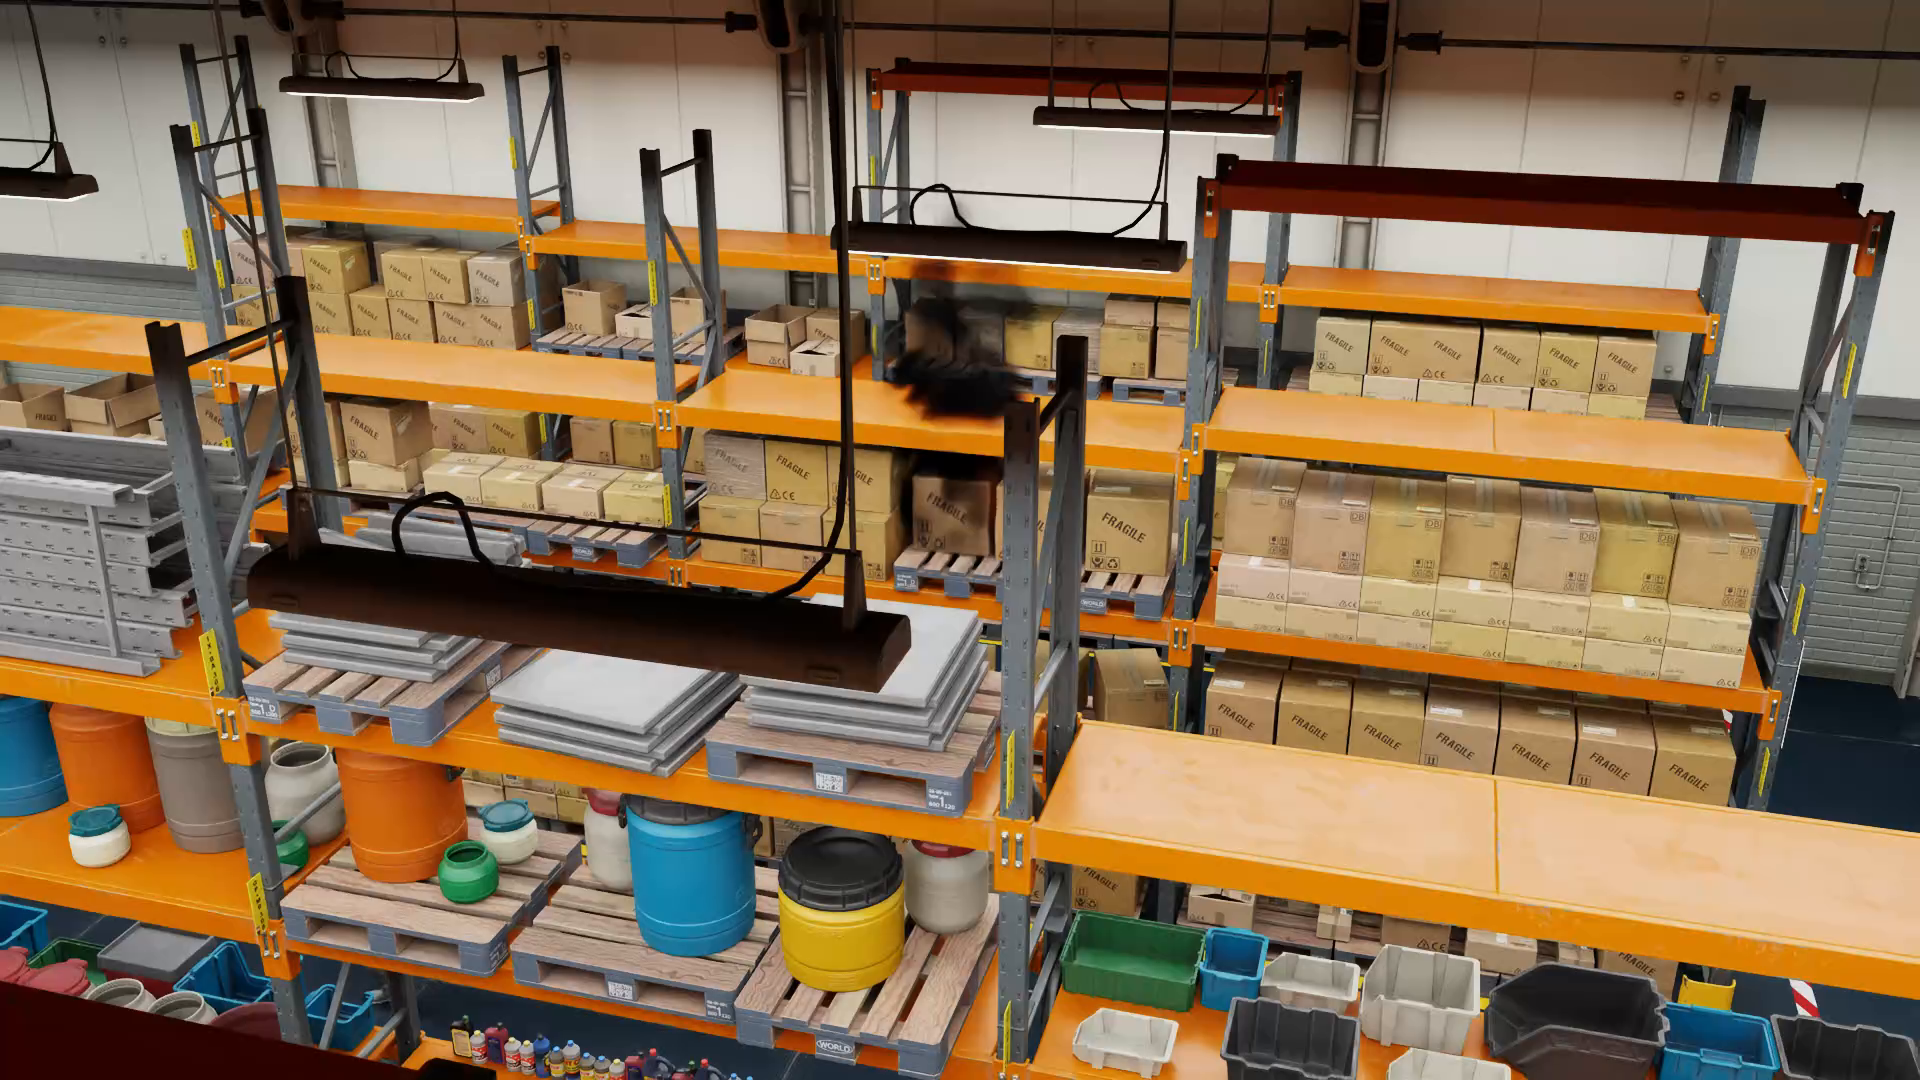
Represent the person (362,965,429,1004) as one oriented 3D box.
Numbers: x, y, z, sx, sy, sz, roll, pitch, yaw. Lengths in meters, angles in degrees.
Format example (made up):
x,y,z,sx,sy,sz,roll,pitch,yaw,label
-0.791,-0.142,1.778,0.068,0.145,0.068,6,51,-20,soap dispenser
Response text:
x,y,z,sx,sy,sz,roll,pitch,yaw,label
-4.177,2.697,12.163,0.593,1.648,0.603,1,23,4,person
